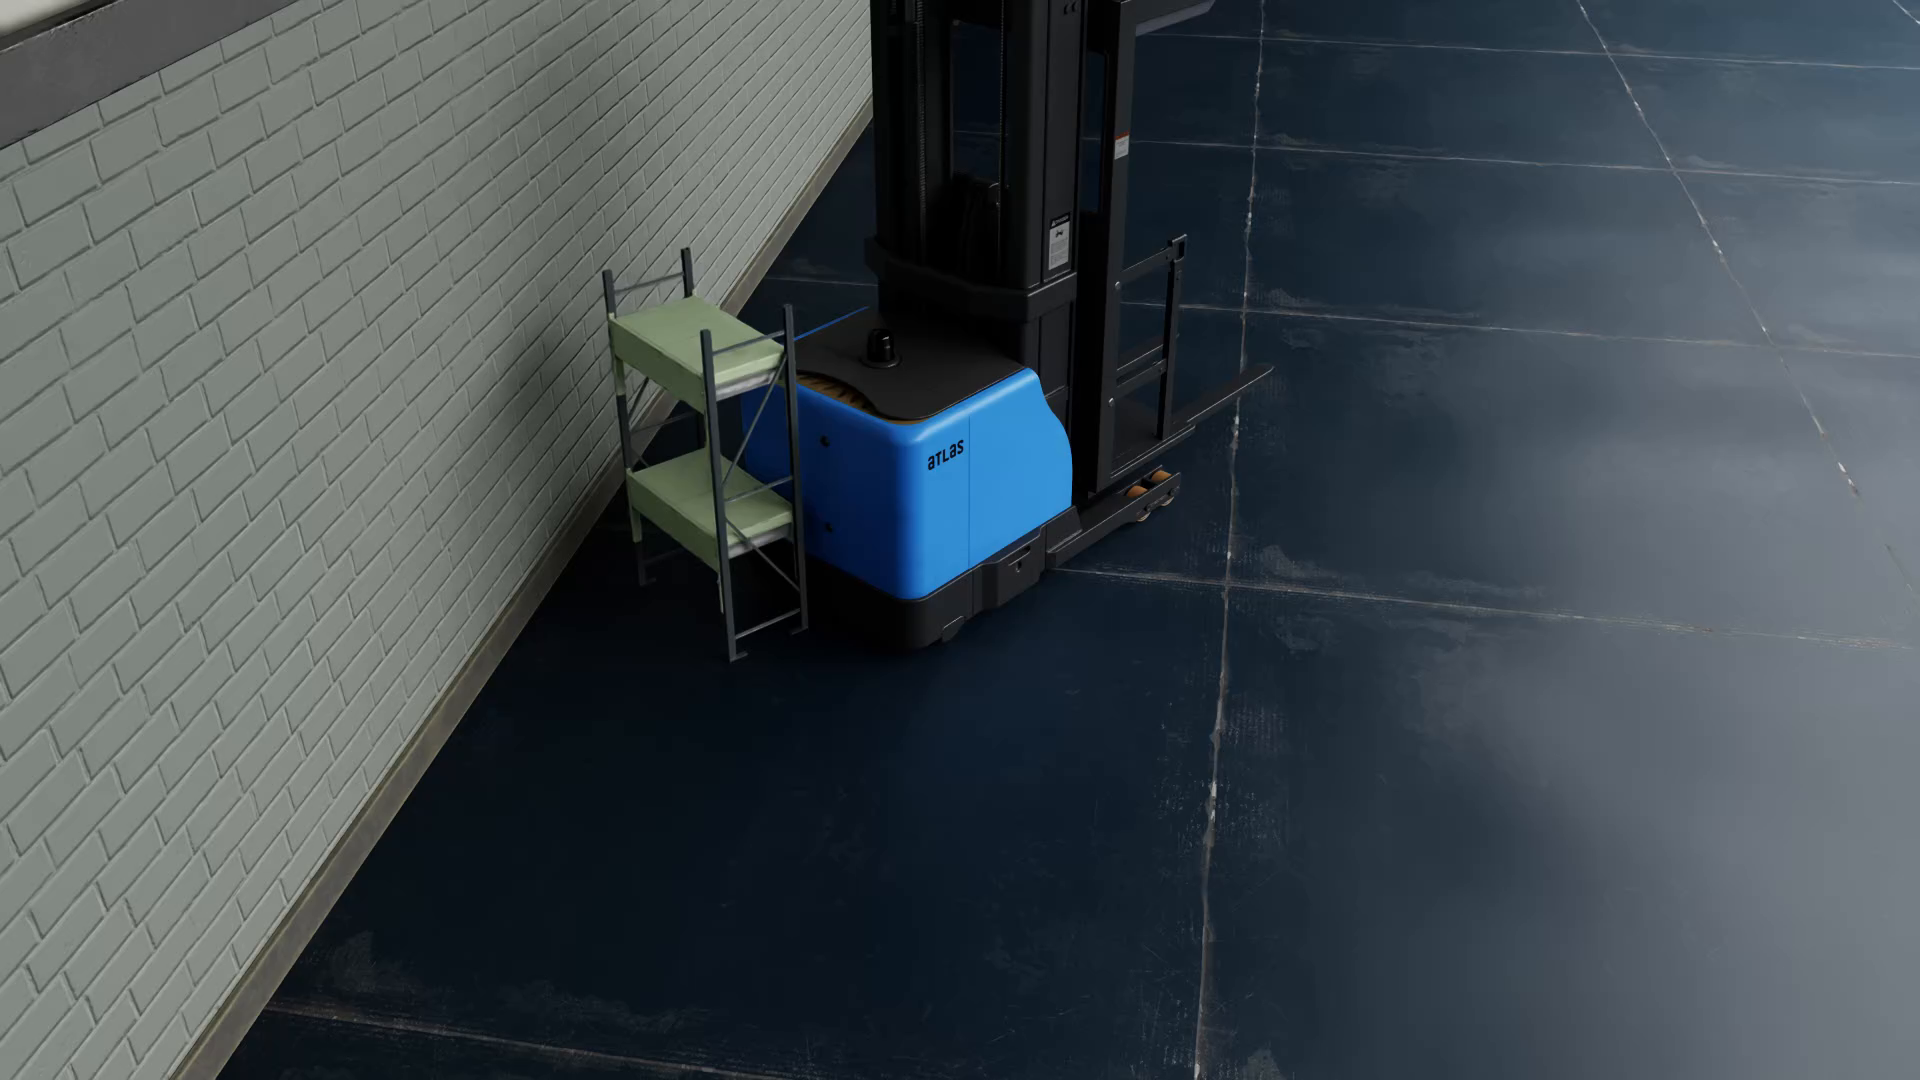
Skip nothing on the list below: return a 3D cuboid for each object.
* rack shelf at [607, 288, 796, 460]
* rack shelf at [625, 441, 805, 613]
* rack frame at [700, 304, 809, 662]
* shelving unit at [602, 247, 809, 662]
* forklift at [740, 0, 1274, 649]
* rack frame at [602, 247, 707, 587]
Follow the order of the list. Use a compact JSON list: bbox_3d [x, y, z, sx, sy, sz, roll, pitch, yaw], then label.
[{"bbox_3d":[-1.037,-0.680,6.683,0.431,0.370,0.720,-23,39,-33],"label":"rack shelf"},{"bbox_3d":[-1.042,-0.071,7.060,0.431,0.370,0.720,-23,39,-33],"label":"rack shelf"},{"bbox_3d":[-0.807,-0.198,6.650,0.400,1.500,0.023,-23,39,-33],"label":"rack frame"},{"bbox_3d":[-1.040,-0.348,6.889,0.431,1.500,0.755,-23,39,-33],"label":"shelving unit"},{"bbox_3d":[0.412,-1.490,7.368,1.130,2.935,3.031,25,40,34],"label":"forklift"},{"bbox_3d":[-1.273,-0.498,7.128,0.400,1.500,0.023,-23,39,-33],"label":"rack frame"}]
